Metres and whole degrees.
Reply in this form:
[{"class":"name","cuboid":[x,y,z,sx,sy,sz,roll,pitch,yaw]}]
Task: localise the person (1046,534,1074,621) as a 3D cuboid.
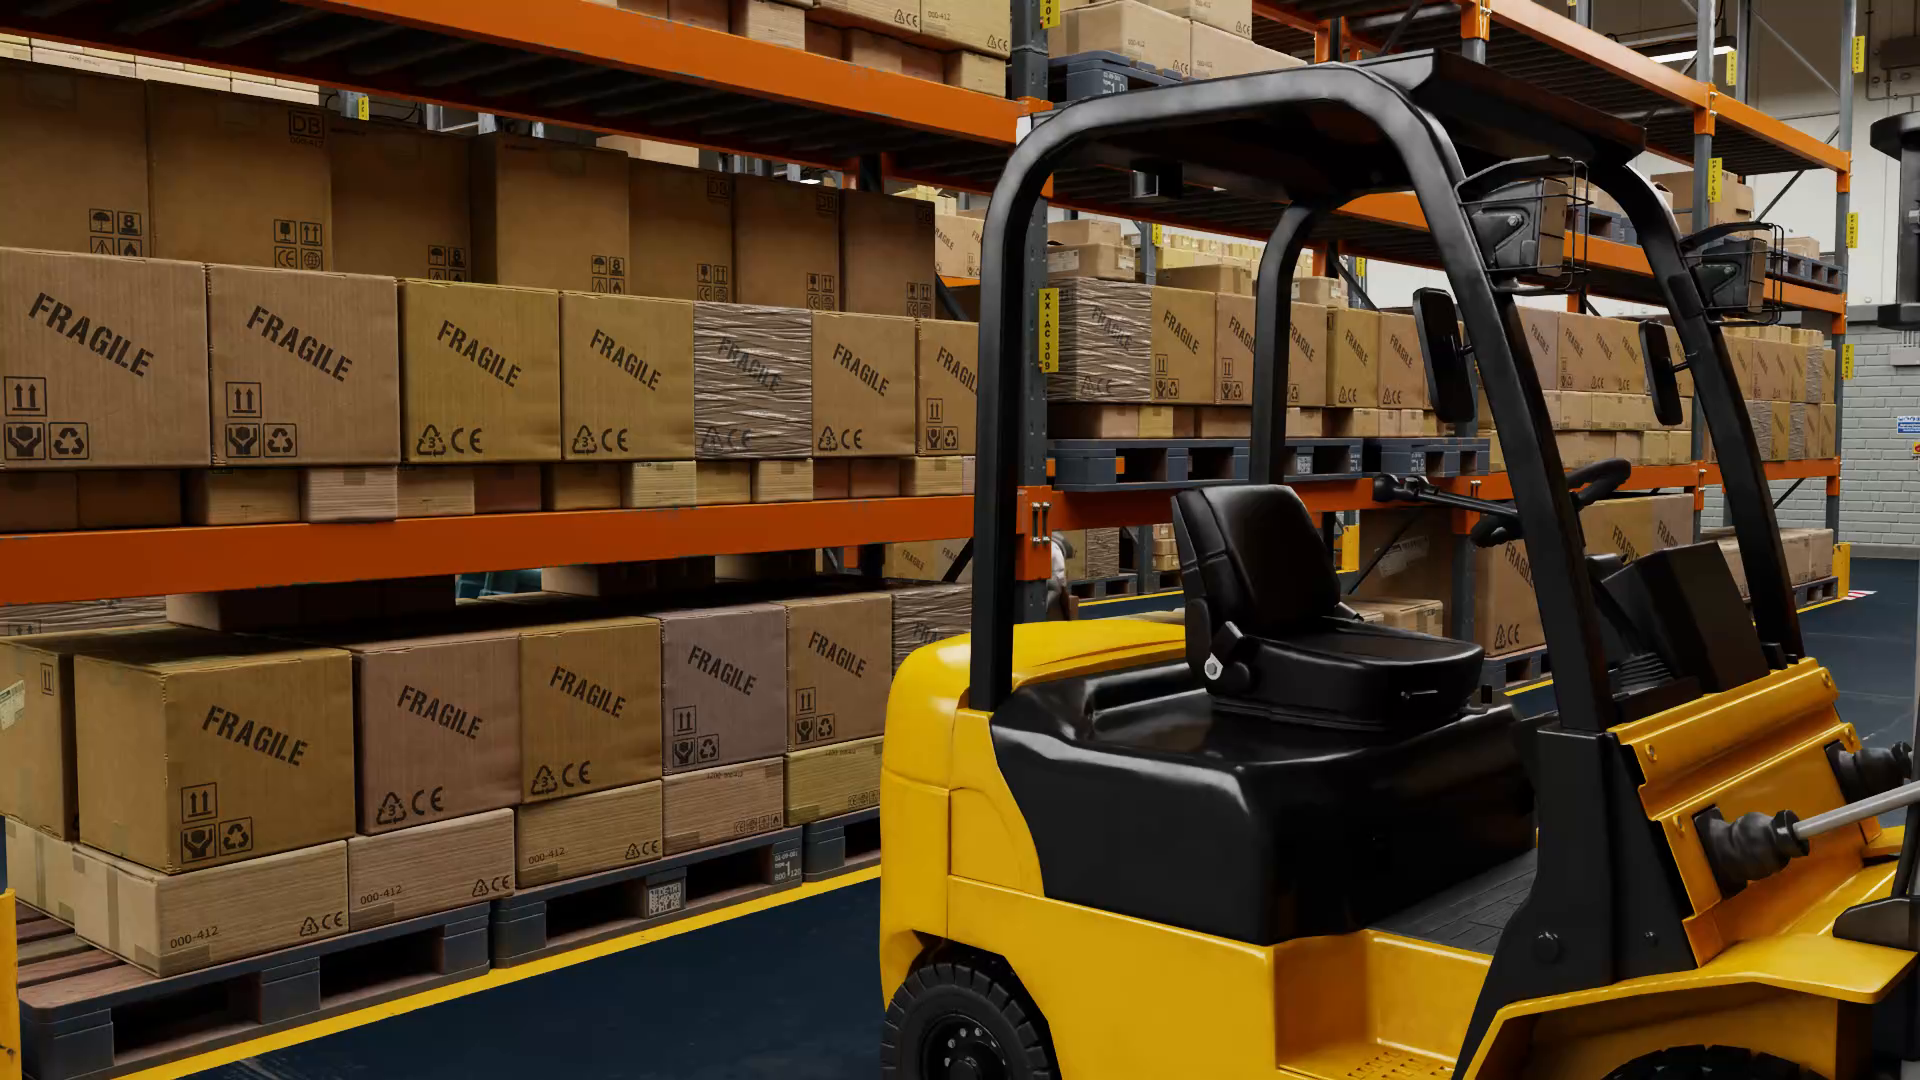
[{"class":"person","cuboid":[0.572,0.343,12.856,0.453,0.772,0.926,3,5,39]}]
